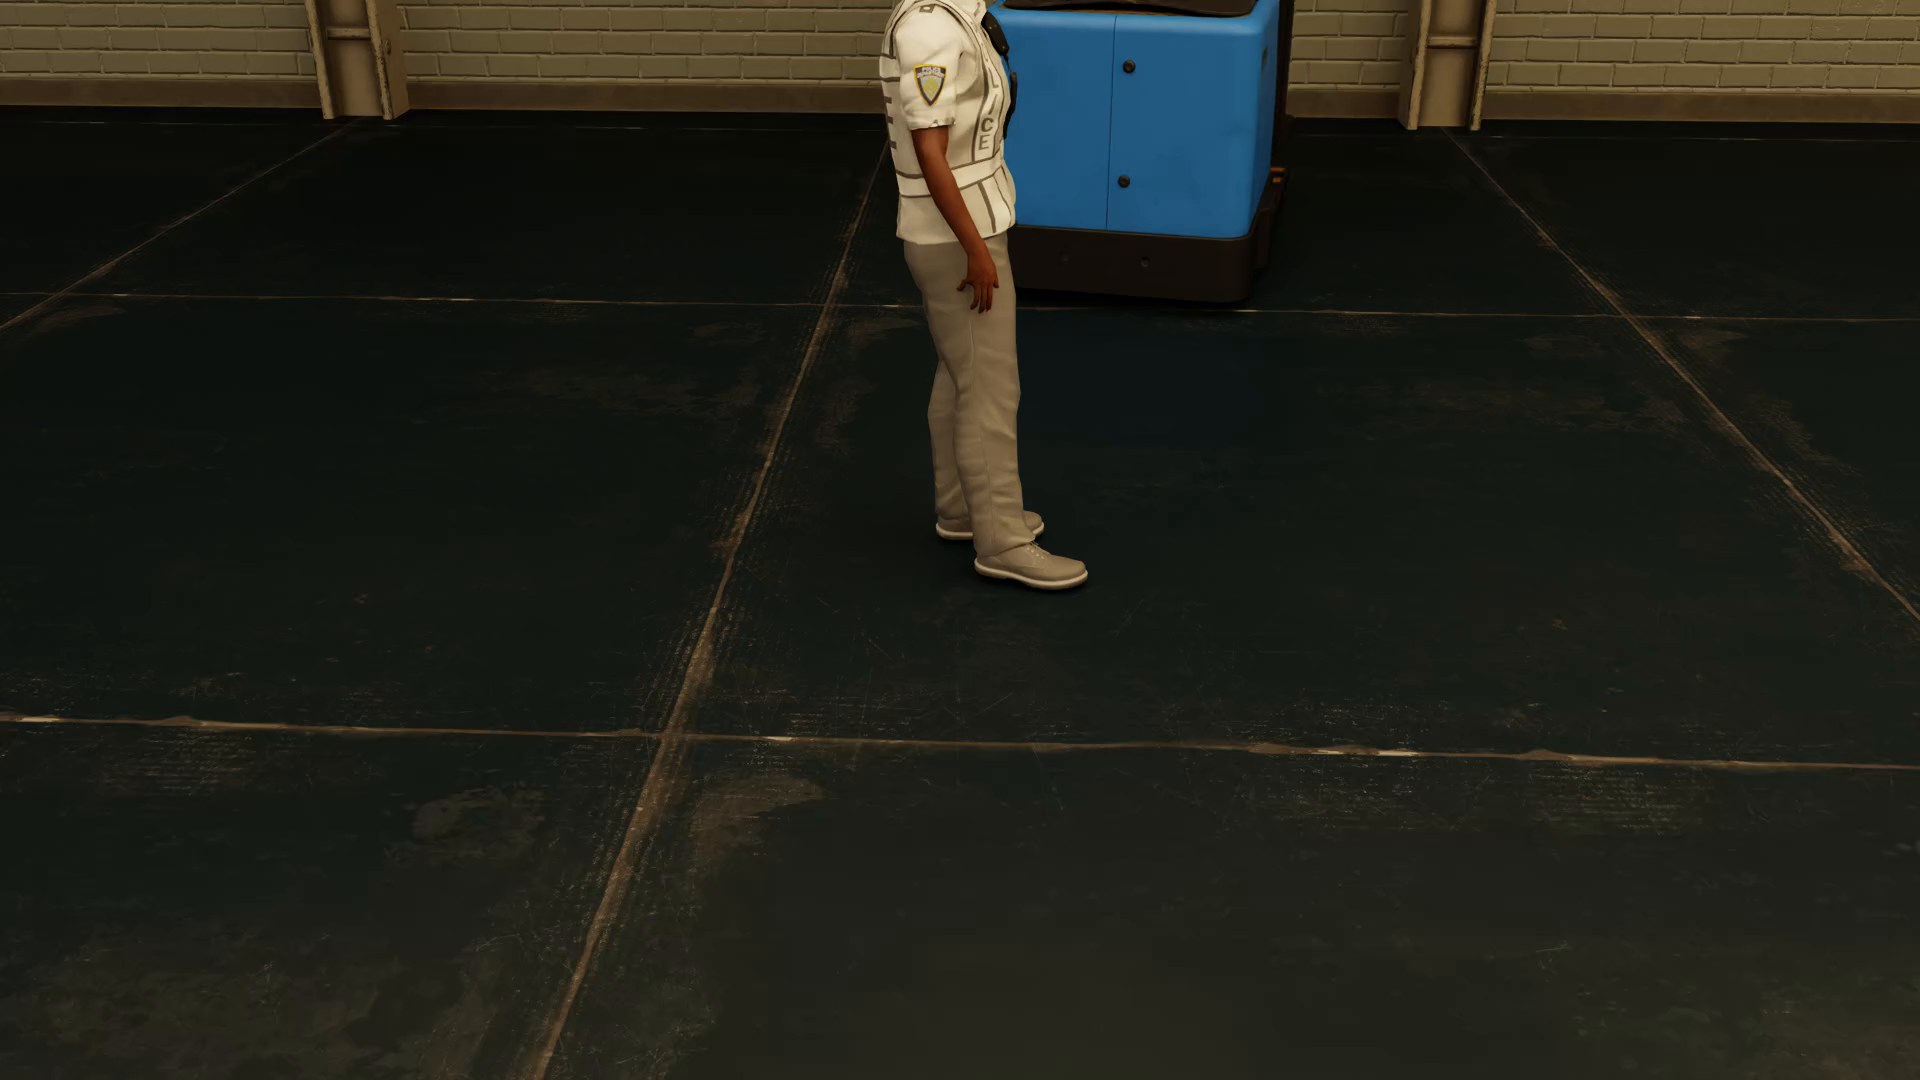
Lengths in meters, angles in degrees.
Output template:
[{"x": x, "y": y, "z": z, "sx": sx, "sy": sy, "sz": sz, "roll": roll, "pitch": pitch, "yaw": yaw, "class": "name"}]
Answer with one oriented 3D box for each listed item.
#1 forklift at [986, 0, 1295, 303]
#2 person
[{"x": 0.904, "y": -2.819, "z": 6.924, "sx": 1.130, "sy": 2.935, "sz": 3.031, "roll": 6, "pitch": 27, "yaw": 13, "class": "forklift"}, {"x": 0.074, "y": -0.757, "z": 4.123, "sx": 0.528, "sy": 1.697, "sz": 0.570, "roll": 1, "pitch": 26, "yaw": 2, "class": "person"}]
